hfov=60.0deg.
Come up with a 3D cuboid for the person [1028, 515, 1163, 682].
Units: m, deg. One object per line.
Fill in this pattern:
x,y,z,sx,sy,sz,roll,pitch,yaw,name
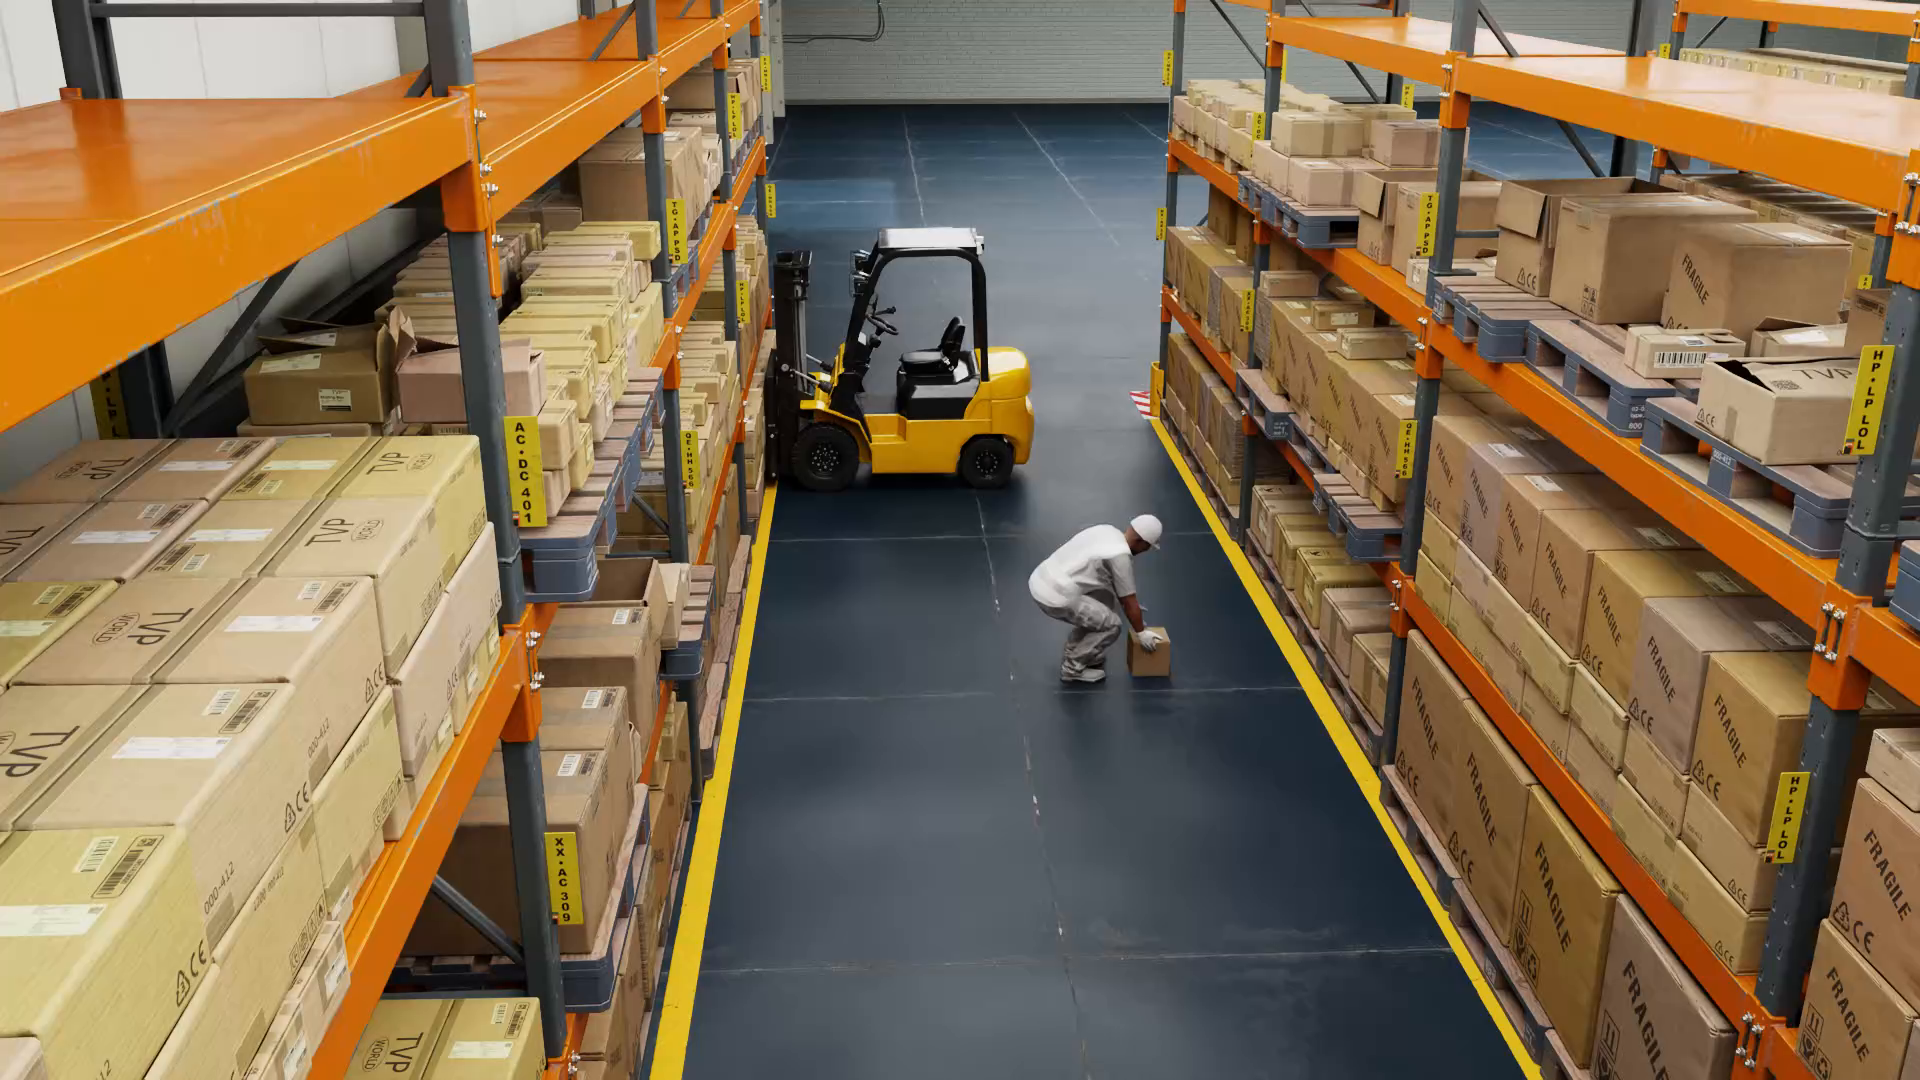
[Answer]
0.895,0.360,11.082,0.880,1.087,0.588,-1,20,-3,person
